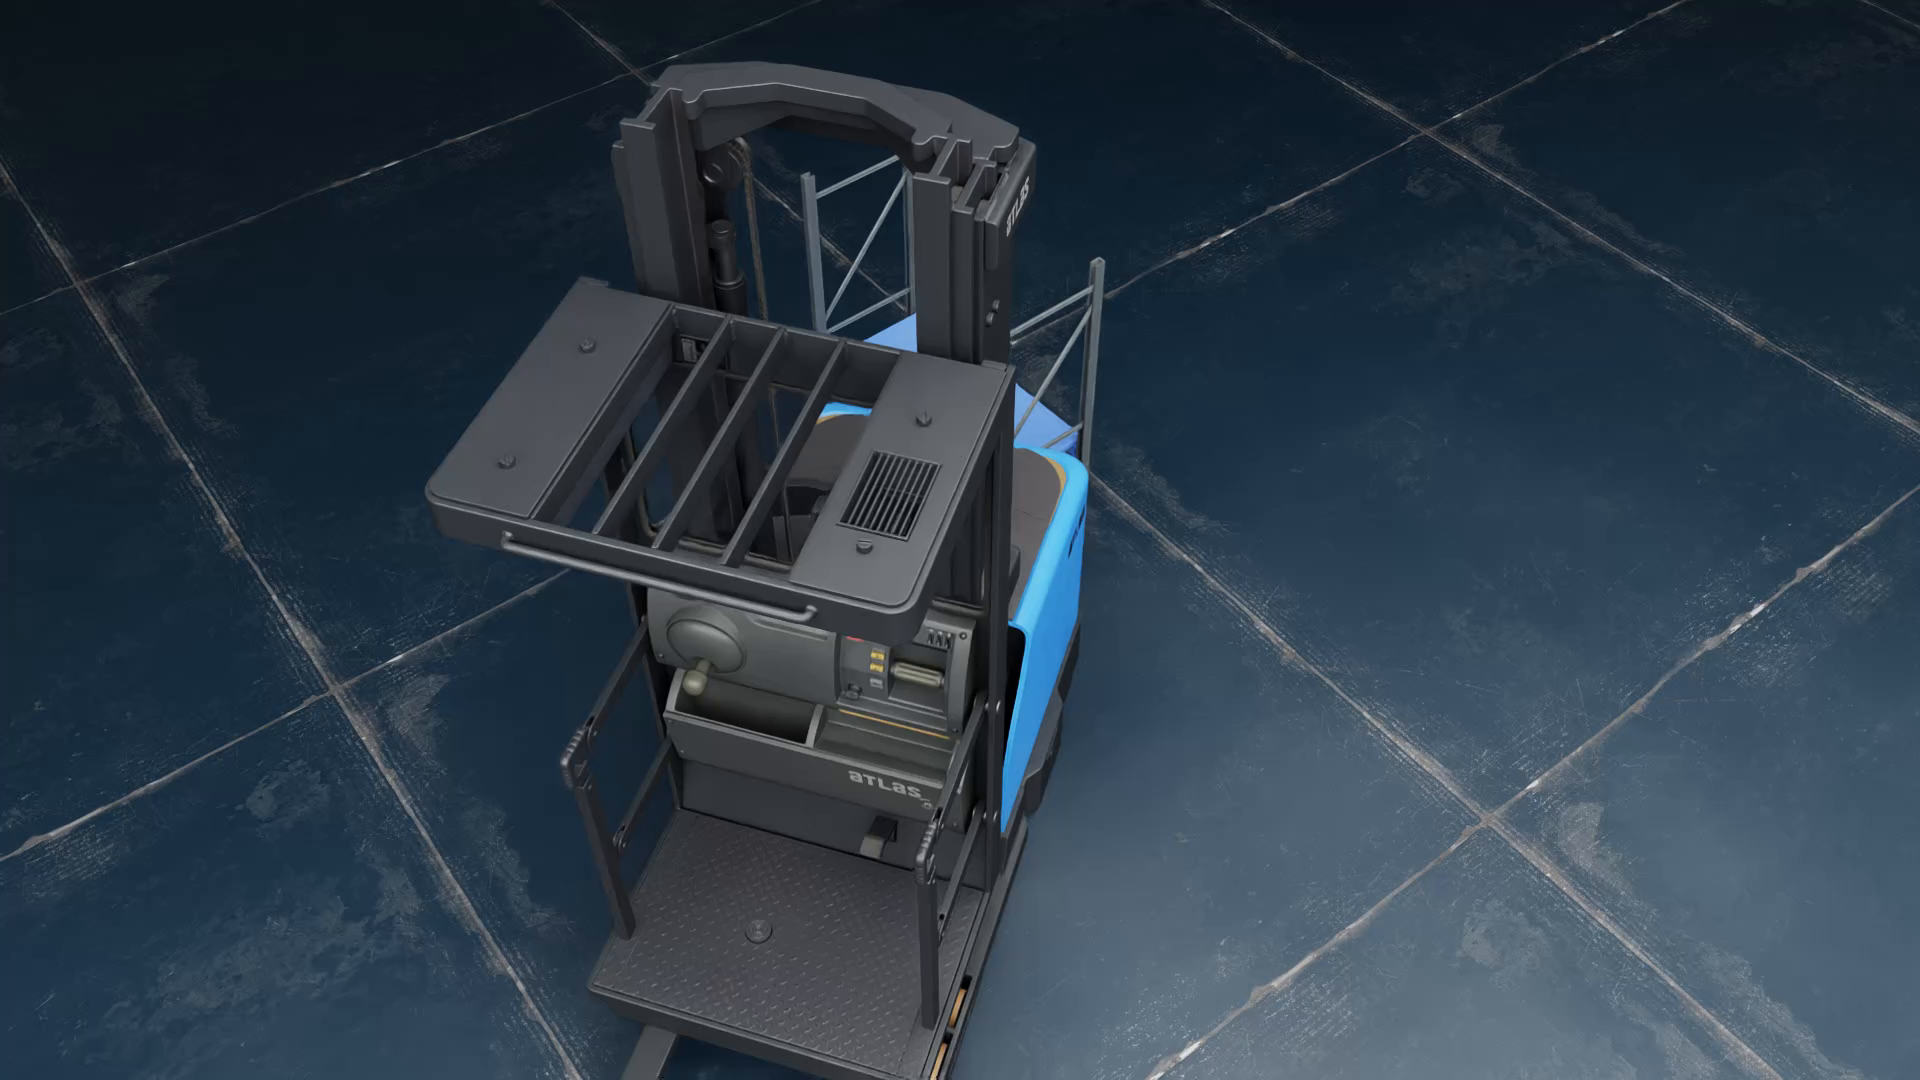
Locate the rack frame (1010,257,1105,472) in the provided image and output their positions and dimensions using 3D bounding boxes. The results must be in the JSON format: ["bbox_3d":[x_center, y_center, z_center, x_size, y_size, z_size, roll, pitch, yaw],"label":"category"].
[{"bbox_3d":[0.287,-0.320,6.027,0.500,1.500,0.032,-32,55,-26],"label":"rack frame"}]

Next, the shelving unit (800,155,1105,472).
[{"bbox_3d":[-0.040,-0.609,6.288,0.538,1.500,1.048,-32,55,-26],"label":"shelving unit"}]

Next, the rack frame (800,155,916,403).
[{"bbox_3d":[-0.366,-0.897,6.550,0.500,1.500,0.032,-32,55,-26],"label":"rack frame"}]

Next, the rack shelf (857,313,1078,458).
[{"bbox_3d":[-0.040,-0.488,6.421,0.538,0.185,1.000,-32,55,-26],"label":"rack shelf"}]

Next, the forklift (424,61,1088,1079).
[{"bbox_3d":[-0.481,0.395,4.412,1.130,2.935,3.031,13,49,12],"label":"forklift"}]
